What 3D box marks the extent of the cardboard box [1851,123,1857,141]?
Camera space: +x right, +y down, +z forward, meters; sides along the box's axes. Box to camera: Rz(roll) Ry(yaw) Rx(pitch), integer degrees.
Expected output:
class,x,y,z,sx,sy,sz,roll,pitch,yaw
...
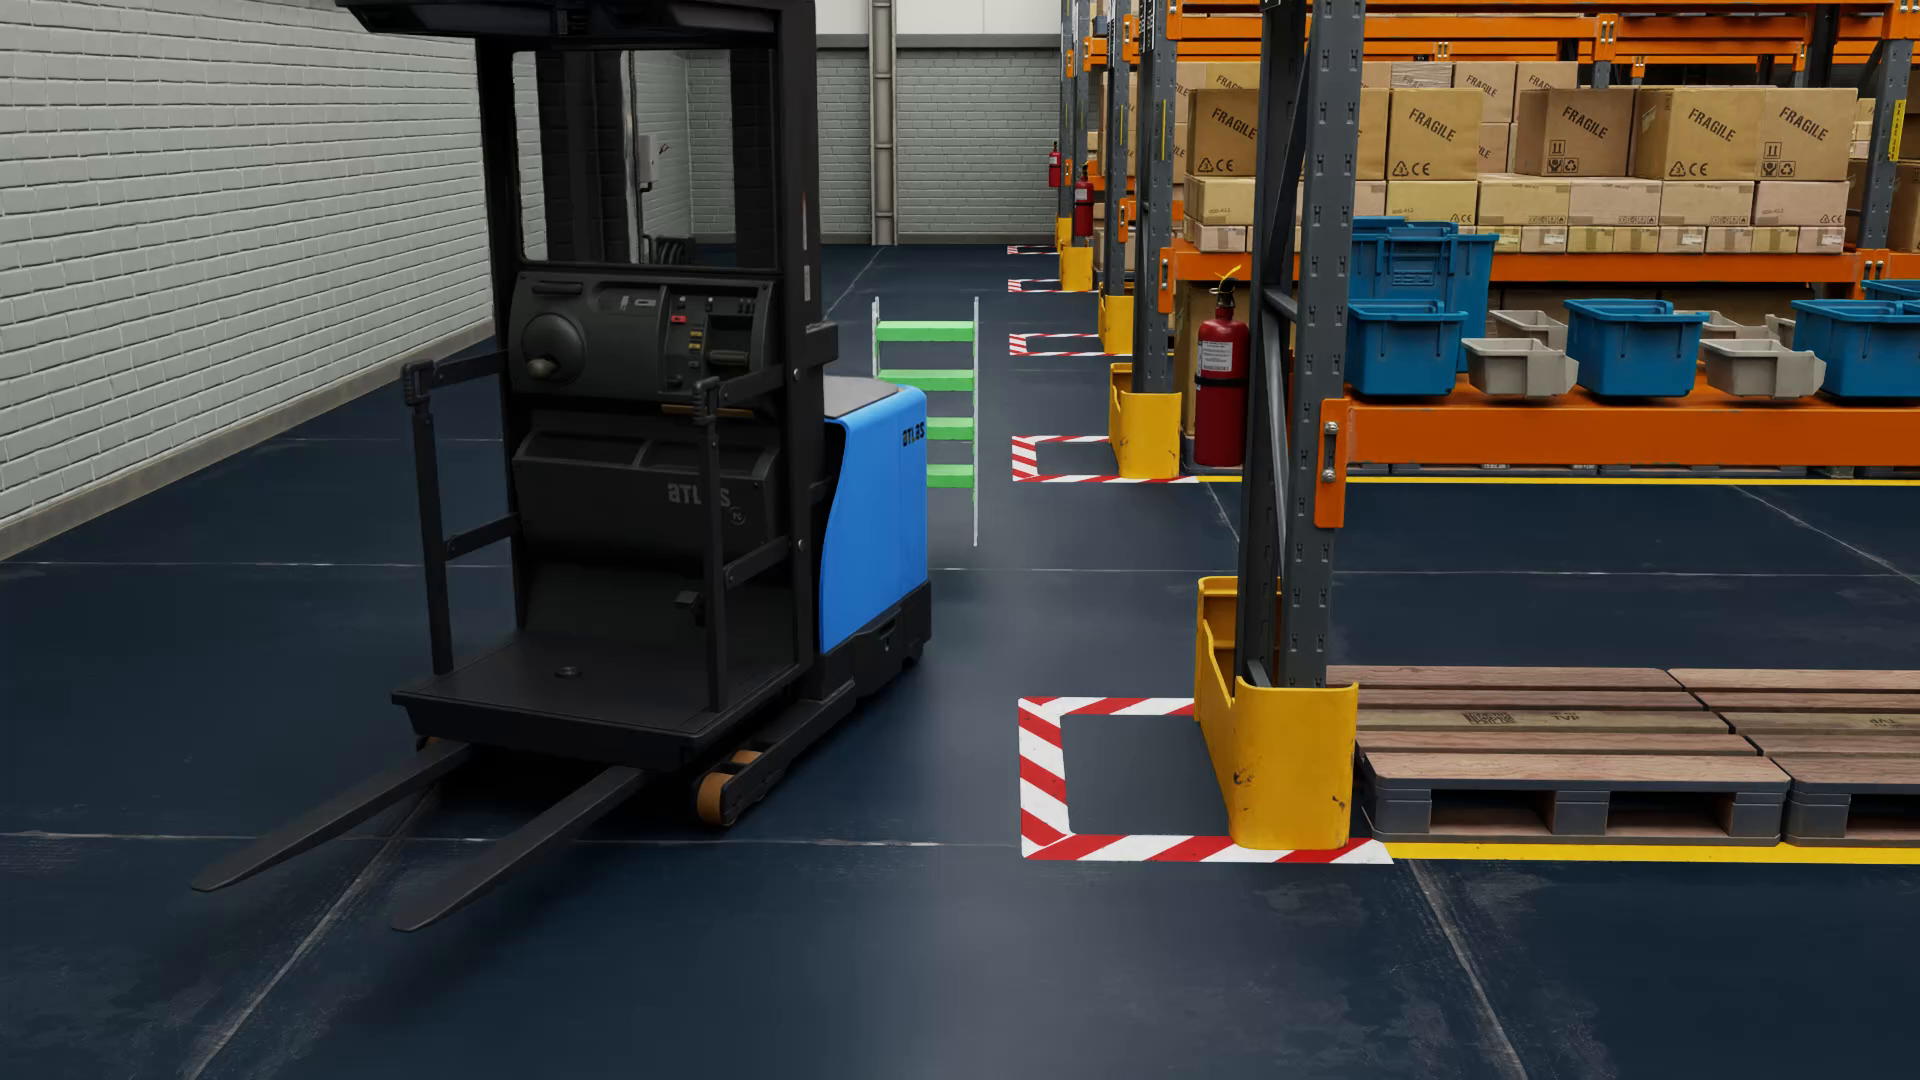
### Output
class,x,y,z,sx,sy,sz,roll,pitch,yaw
cardboard box,7.317,-3.433,13.974,0.250,0.149,0.380,1,15,3

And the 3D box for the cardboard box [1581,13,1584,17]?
class,x,y,z,sx,sy,sz,roll,pitch,yaw
cardboard box,7.292,-6.022,19.039,0.250,0.166,0.380,2,15,6

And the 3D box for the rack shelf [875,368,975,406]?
class,x,y,z,sx,sy,sz,roll,pitch,yaw
rack shelf,-0.165,-0.752,8.146,0.480,0.148,0.258,0,15,1

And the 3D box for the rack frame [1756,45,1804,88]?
class,x,y,z,sx,sy,sz,roll,pitch,yaw
rack frame,9.396,-4.429,19.249,0.127,3.000,1.000,0,15,1

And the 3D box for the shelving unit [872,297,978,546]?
class,x,y,z,sx,sy,sz,roll,pitch,yaw
shelving unit,-0.165,-0.581,8.191,0.503,1.200,0.258,0,15,1

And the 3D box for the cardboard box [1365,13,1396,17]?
class,x,y,z,sx,sy,sz,roll,pitch,yaw
cardboard box,3.373,-4.518,13.997,0.500,0.250,0.500,0,15,1

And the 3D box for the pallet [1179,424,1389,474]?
class,x,y,z,sx,sy,sz,roll,pitch,yaw
pallet,1.947,-0.621,10.279,1.213,0.211,1.003,0,15,1

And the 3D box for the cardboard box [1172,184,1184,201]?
class,x,y,z,sx,sy,sz,roll,pitch,yaw
cardboard box,1.945,-3.020,14.400,0.250,0.149,0.380,1,15,3

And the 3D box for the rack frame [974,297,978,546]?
class,x,y,z,sx,sy,sz,roll,pitch,yaw
rack frame,0.078,-0.580,8.185,0.015,1.200,0.240,0,15,1

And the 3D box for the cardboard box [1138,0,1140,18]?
class,x,y,z,sx,sy,sz,roll,pitch,yaw
cardboard box,1.835,-4.661,14.540,0.500,0.250,0.500,0,15,0

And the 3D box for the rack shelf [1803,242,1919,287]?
class,x,y,z,sx,sy,sz,roll,pitch,yaw
rack shelf,7.144,-1.567,9.811,4.000,0.370,1.077,0,15,1

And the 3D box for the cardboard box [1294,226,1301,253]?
class,x,y,z,sx,sy,sz,roll,pitch,yaw
cardboard box,2.005,-1.743,9.561,0.250,0.149,0.380,0,15,0

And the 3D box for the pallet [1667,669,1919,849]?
class,x,y,z,sx,sy,sz,roll,pitch,yaw
pallet,3.059,0.681,5.345,1.213,0.211,1.003,0,15,1

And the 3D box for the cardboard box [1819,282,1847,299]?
class,x,y,z,sx,sy,sz,roll,pitch,yaw
cardboard box,5.785,-1.105,9.989,0.875,0.875,1.225,0,15,2

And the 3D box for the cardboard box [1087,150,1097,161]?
class,x,y,z,sx,sy,sz,roll,pitch,yaw
cardboard box,1.844,-5.554,24.003,0.250,0.149,0.380,0,15,1

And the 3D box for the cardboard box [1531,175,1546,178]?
class,x,y,z,sx,sy,sz,roll,pitch,yaw
cardboard box,3.667,-2.076,10.039,0.500,0.250,0.500,1,15,3

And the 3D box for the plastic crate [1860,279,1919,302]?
class,x,y,z,sx,sy,sz,roll,pitch,yaw
plastic crate,3.079,-0.691,5.291,0.300,0.233,0.416,0,15,1

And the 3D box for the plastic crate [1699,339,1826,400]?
class,x,y,z,sx,sy,sz,roll,pitch,yaw
plastic crate,2.255,-0.479,4.677,0.298,0.136,0.250,0,15,1

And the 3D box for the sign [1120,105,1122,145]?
class,x,y,z,sx,sy,sz,roll,pitch,yaw
sign,1.360,-3.499,14.024,0.005,0.325,0.100,0,15,1

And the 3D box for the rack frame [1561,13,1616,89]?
class,x,y,z,sx,sy,sz,roll,pitch,yaw
rack frame,5.372,-3.192,14.560,0.127,3.000,1.000,0,15,1

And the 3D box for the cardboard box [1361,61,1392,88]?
class,x,y,z,sx,sy,sz,roll,pitch,yaw
cardboard box,3.349,-3.810,14.163,0.500,0.500,0.500,0,15,0

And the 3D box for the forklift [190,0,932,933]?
class,x,y,z,sx,sy,sz,roll,pitch,yaw
forklift,-1.097,-0.665,5.114,1.130,2.935,3.031,5,16,19

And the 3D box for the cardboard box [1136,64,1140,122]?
class,x,y,z,sx,sy,sz,roll,pitch,yaw
cardboard box,1.837,-3.955,14.710,0.500,0.500,0.500,0,15,0

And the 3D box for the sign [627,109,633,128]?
class,x,y,z,sx,sy,sz,roll,pitch,yaw
sign,-4.247,-5.434,21.436,0.001,0.242,0.339,0,15,1

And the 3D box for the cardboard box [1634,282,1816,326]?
class,x,y,z,sx,sy,sz,roll,pitch,yaw
cardboard box,4.487,-1.129,10.080,0.875,0.875,0.875,0,15,1

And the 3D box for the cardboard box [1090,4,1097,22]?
class,x,y,z,sx,sy,sz,roll,pitch,yaw
cardboard box,1.959,-7.444,23.525,0.500,0.250,0.500,0,15,1

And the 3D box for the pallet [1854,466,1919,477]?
class,x,y,z,sx,sy,sz,roll,pitch,yaw
pallet,5.918,-0.594,10.178,1.213,0.211,1.003,0,15,1

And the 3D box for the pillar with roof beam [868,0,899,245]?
class,x,y,z,sx,sy,sz,roll,pitch,yaw
pillar with roof beam,-1.260,-7.798,20.256,0.400,9.000,9.100,0,15,1

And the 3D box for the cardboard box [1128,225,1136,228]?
class,x,y,z,sx,sy,sz,roll,pitch,yaw
cardboard box,2.555,-4.531,24.400,0.250,0.149,0.380,0,15,-1

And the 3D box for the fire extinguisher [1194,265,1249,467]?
class,x,y,z,sx,sy,sz,roll,pitch,yaw
fire extinguisher,0.880,-0.590,5.580,0.183,0.674,0.296,0,15,1

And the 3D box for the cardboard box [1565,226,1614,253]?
class,x,y,z,sx,sy,sz,roll,pitch,yaw
cardboard box,3.547,-1.733,9.523,0.250,0.149,0.380,0,15,1

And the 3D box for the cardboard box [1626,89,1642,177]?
class,x,y,z,sx,sy,sz,roll,pitch,yaw
cardboard box,4.180,-2.436,9.933,0.500,0.500,0.500,0,15,1

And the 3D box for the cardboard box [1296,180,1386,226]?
class,x,y,z,sx,sy,sz,roll,pitch,yaw
cardboard box,2.139,-1.952,9.569,0.500,0.250,0.500,0,15,1

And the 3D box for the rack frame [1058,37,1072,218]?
class,x,y,z,sx,sy,sz,roll,pitch,yaw
rack frame,1.522,-5.747,24.244,0.127,3.000,1.000,0,15,1

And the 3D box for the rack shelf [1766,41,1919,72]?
class,x,y,z,sx,sy,sz,roll,pitch,yaw
rack shelf,11.396,-5.519,18.908,4.000,0.370,1.077,0,15,1

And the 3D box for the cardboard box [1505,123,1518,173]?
class,x,y,z,sx,sy,sz,roll,pitch,yaw
cardboard box,4.882,-3.316,14.248,0.500,0.500,0.500,0,15,2

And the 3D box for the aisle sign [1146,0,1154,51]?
class,x,y,z,sx,sy,sz,roll,pitch,yaw
aisle sign,1.066,-3.135,9.247,0.004,0.787,0.394,0,15,1

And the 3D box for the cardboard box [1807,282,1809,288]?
class,x,y,z,sx,sy,sz,roll,pitch,yaw
cardboard box,7.157,-2.111,14.540,0.500,0.500,0.500,1,15,2

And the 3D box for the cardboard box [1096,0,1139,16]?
class,x,y,z,sx,sy,sz,roll,pitch,yaw
cardboard box,1.851,-6.131,19.092,0.500,0.250,0.500,-1,15,-4

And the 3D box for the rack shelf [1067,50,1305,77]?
class,x,y,z,sx,sy,sz,roll,pitch,yaw
rack shelf,3.521,-6.837,23.904,4.000,0.370,1.077,0,15,1

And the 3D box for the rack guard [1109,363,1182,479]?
class,x,y,z,sx,sy,sz,roll,pitch,yaw
rack guard,1.122,-0.746,10.187,0.348,0.500,1.175,0,15,1

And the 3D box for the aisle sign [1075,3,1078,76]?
class,x,y,z,sx,sy,sz,roll,pitch,yaw
aisle sign,1.320,-5.665,18.836,0.004,0.787,0.394,0,15,1

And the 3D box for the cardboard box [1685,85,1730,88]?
class,x,y,z,sx,sy,sz,roll,pitch,yaw
cardboard box,8.360,-4.899,18.873,0.500,0.500,0.500,1,15,2

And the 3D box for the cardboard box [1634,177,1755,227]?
class,x,y,z,sx,sy,sz,roll,pitch,yaw
cardboard box,4.179,-1.938,9.517,0.500,0.250,0.500,1,15,3

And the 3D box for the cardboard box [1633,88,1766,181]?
class,x,y,z,sx,sy,sz,roll,pitch,yaw
cardboard box,4.178,-2.301,9.423,0.500,0.500,0.500,1,15,2

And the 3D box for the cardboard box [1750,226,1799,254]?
class,x,y,z,sx,sy,sz,roll,pitch,yaw
cardboard box,4.574,-1.727,9.497,0.250,0.149,0.380,1,15,3

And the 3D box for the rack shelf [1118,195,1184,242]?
class,x,y,z,sx,sy,sz,roll,pitch,yaw
rack shelf,3.373,-2.858,14.701,4.000,0.370,1.077,0,15,1

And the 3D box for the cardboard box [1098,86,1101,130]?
class,x,y,z,sx,sy,sz,roll,pitch,yaw
cardboard box,1.887,-5.071,19.524,0.500,0.500,0.500,1,15,3
